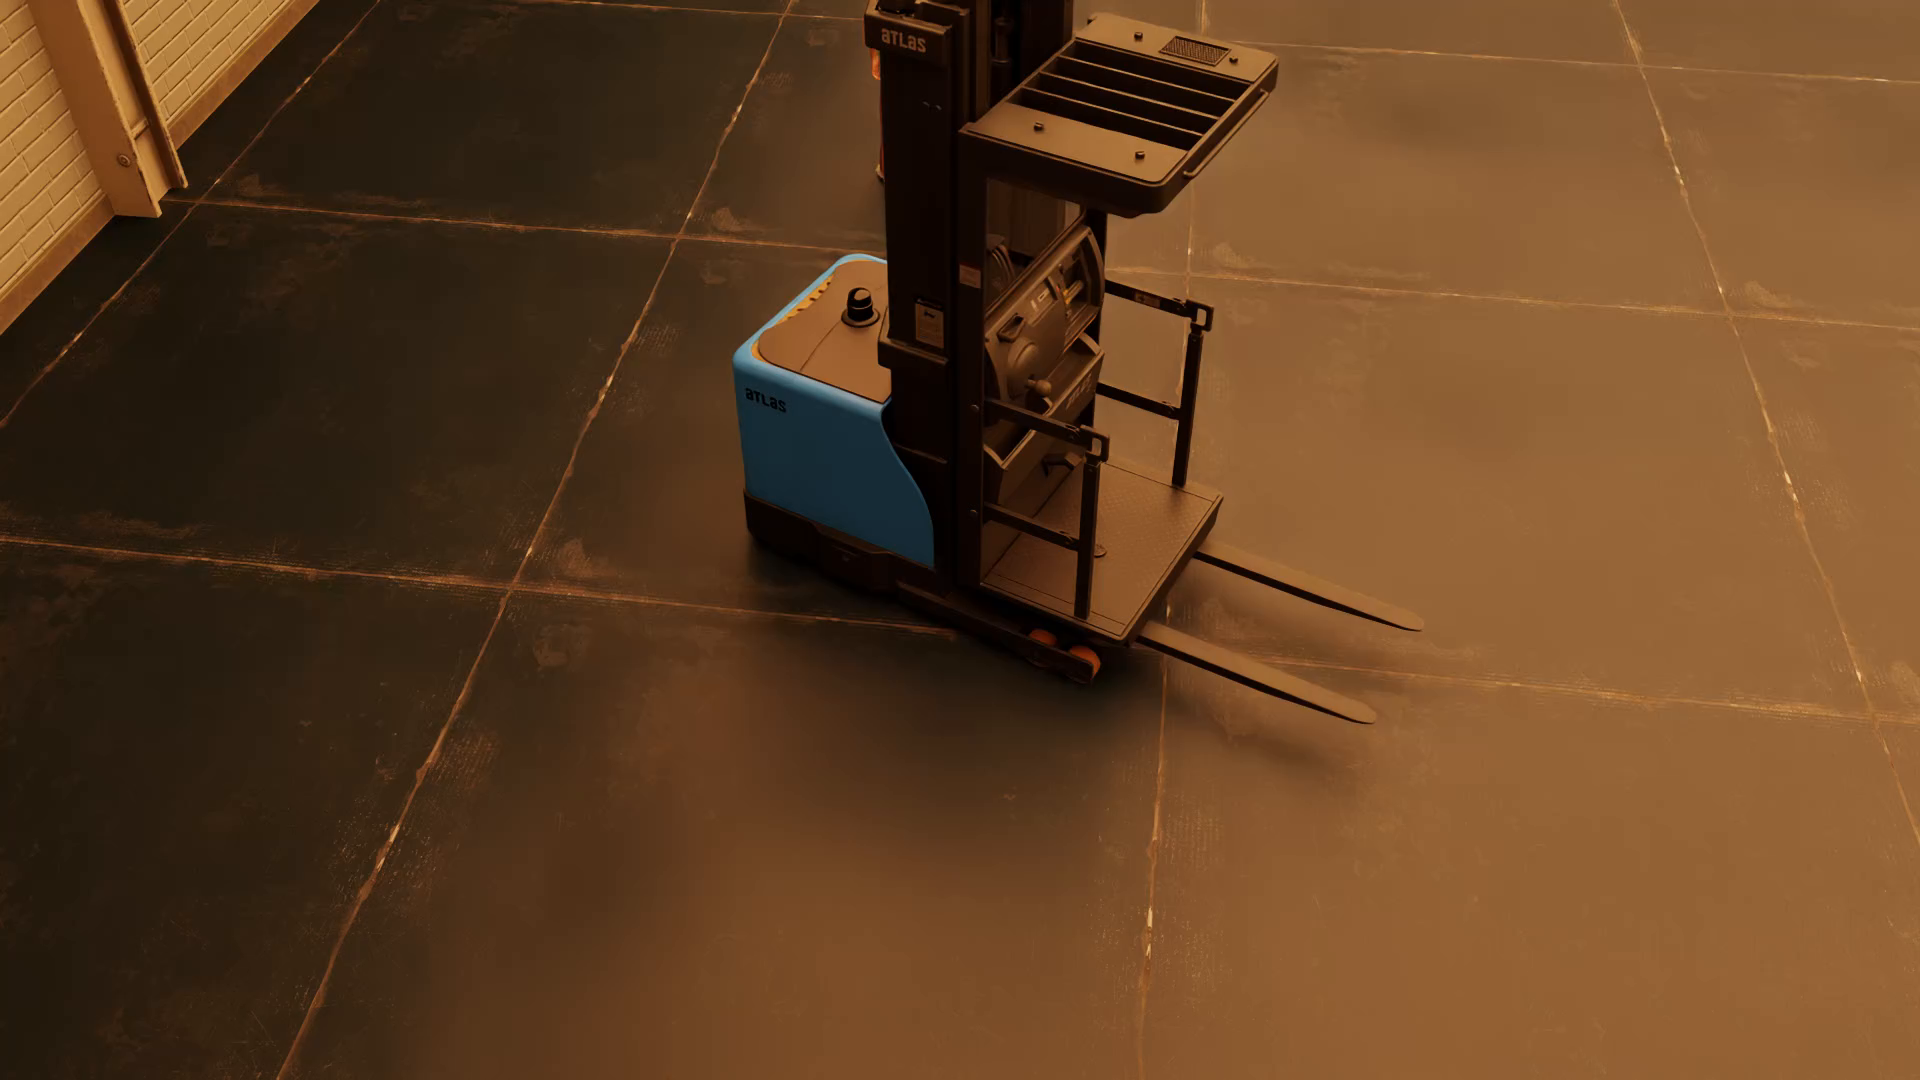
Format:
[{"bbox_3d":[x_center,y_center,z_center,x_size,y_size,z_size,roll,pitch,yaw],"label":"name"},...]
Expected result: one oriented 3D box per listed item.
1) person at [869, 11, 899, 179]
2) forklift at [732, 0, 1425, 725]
[{"bbox_3d":[-0.278,-2.839,9.762,0.525,1.684,0.412,-2,43,-3],"label":"person"},{"bbox_3d":[0.529,-0.874,6.675,3.031,2.935,1.130,21,47,22],"label":"forklift"}]
